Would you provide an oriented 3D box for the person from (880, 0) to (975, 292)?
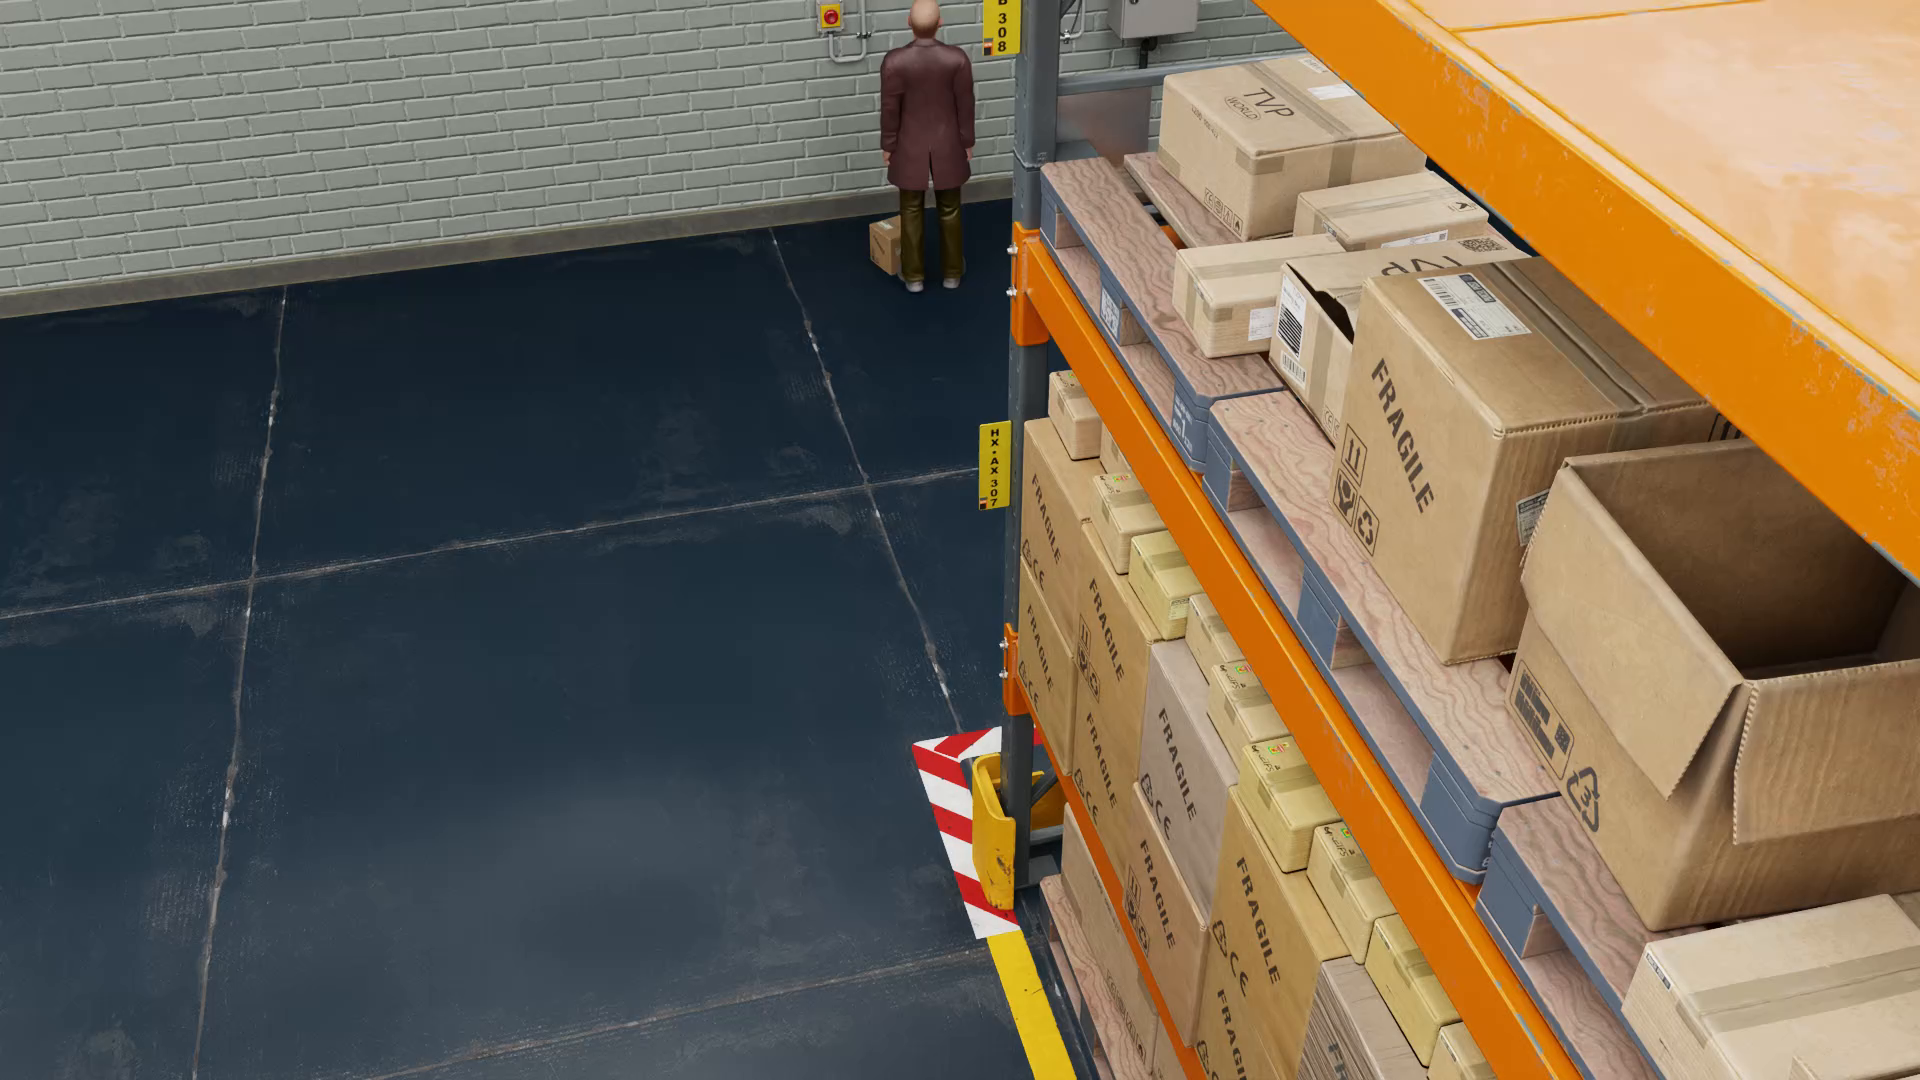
[{"bbox_3d":[-0.192,-2.316,9.726,0.555,1.787,0.396,-3,38,-4],"label":"person"}]
